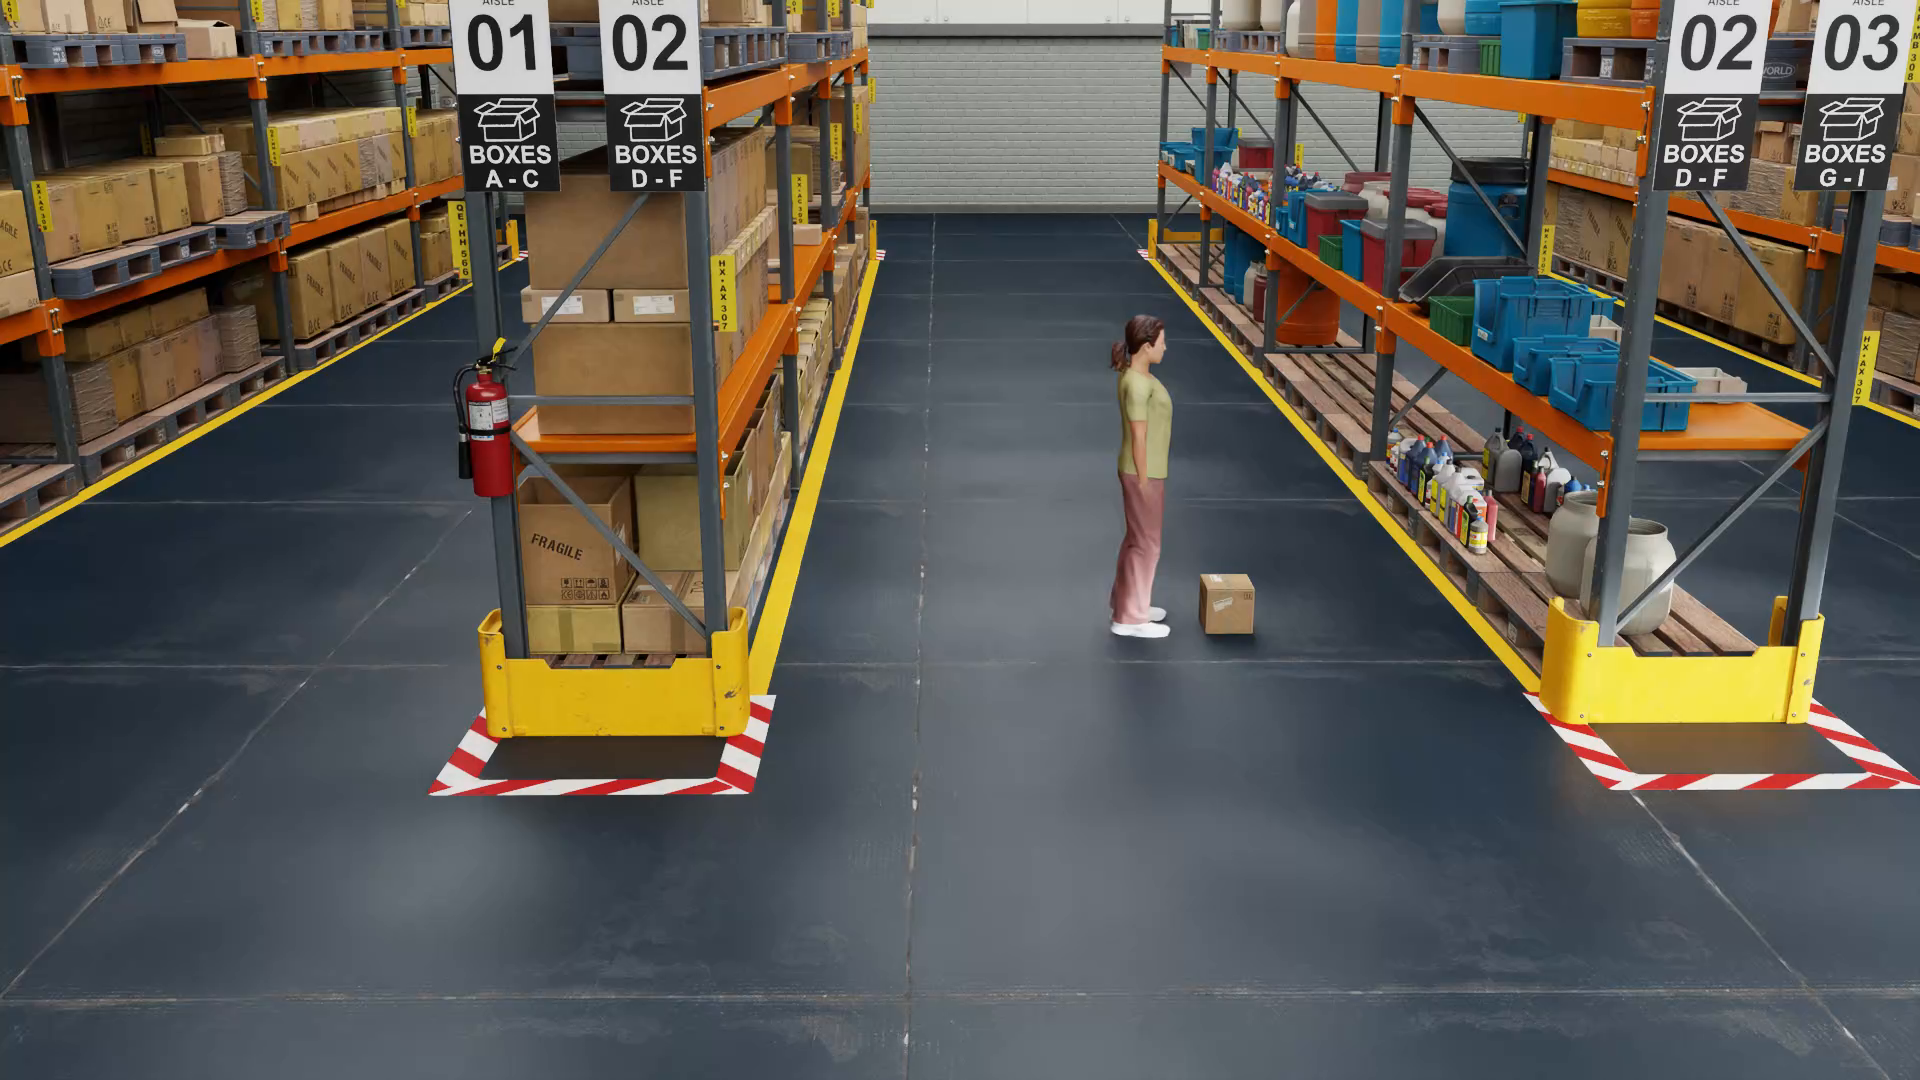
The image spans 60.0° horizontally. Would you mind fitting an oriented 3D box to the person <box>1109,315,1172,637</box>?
[{"bbox_3d":[0.933,-0.337,8.659,0.358,1.678,0.442,0,17,0],"label":"person"}]
